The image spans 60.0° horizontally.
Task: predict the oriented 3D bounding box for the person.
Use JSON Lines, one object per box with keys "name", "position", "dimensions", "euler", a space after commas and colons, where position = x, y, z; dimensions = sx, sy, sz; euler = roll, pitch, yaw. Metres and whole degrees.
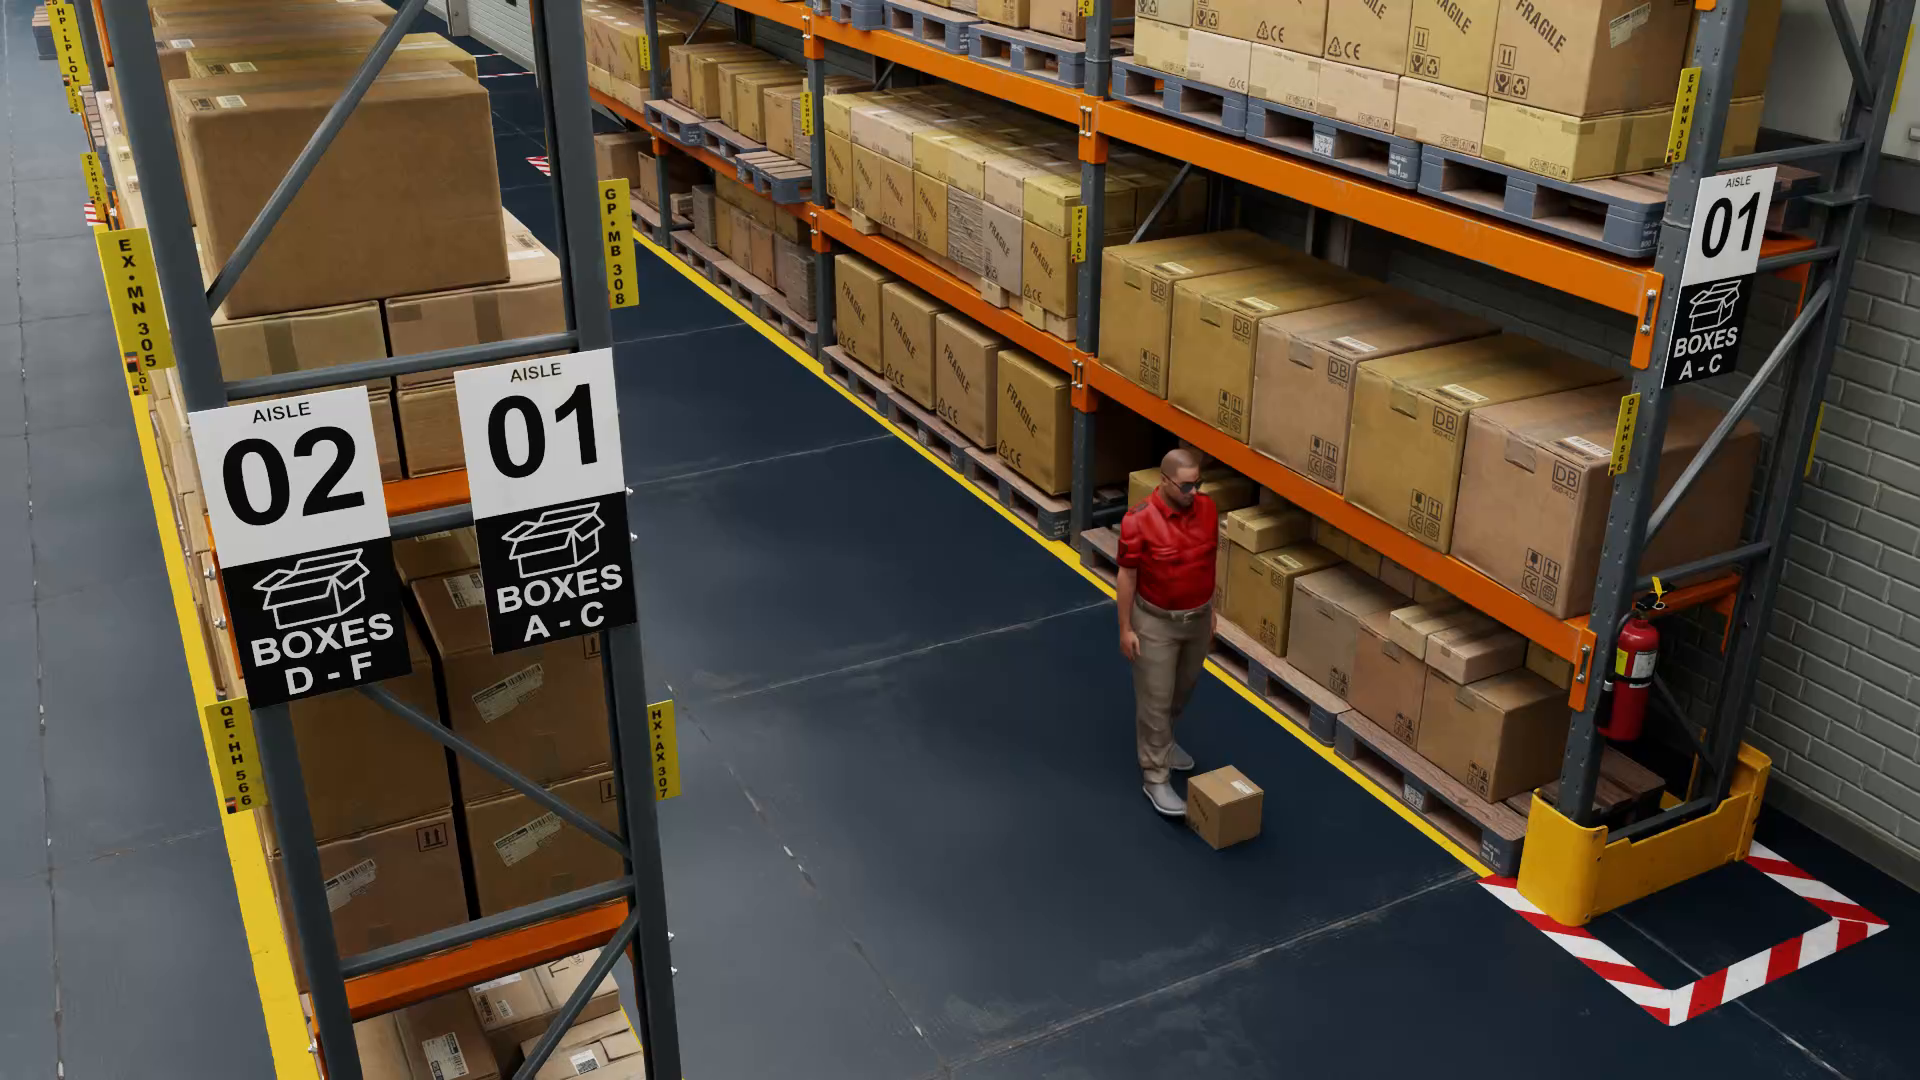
{"name": "person", "position": [1.016, 0.405, 7.772], "dimensions": [0.550, 1.730, 0.653], "euler": [-12, 28, -25]}
